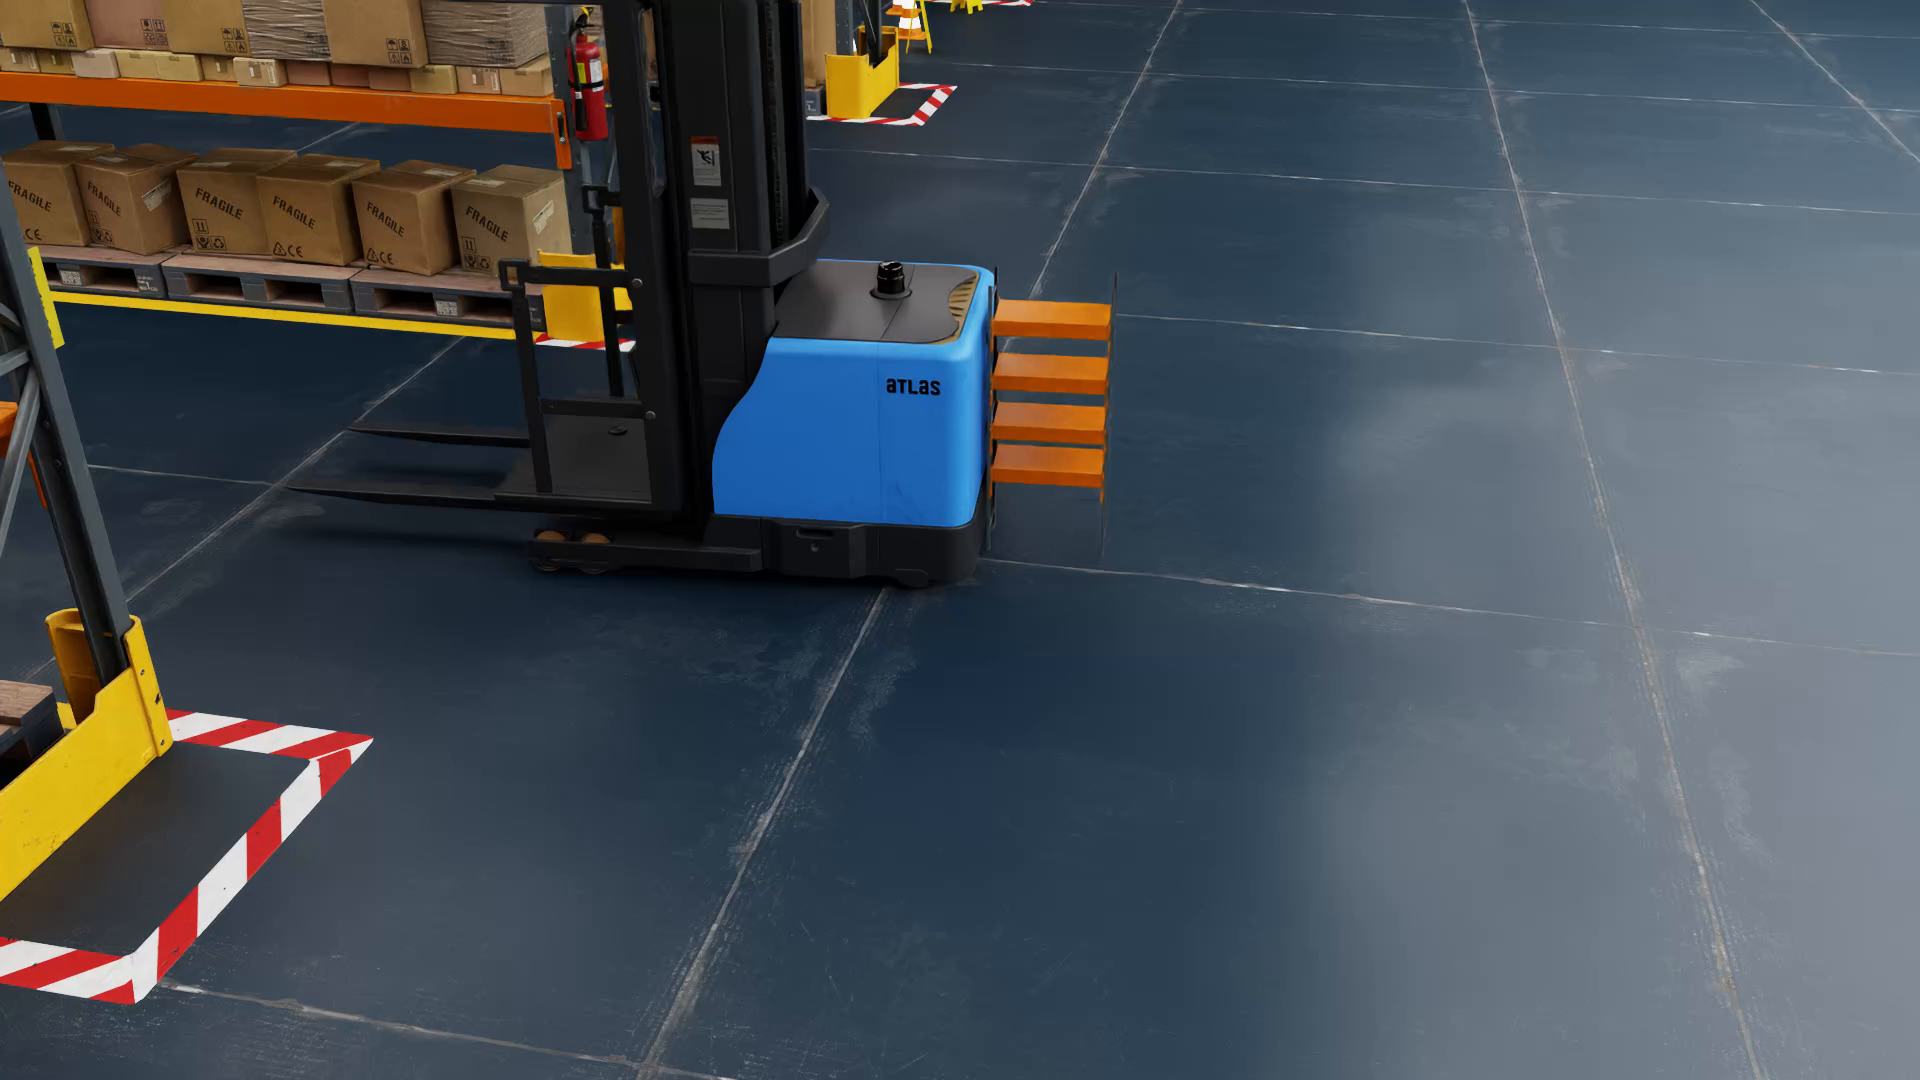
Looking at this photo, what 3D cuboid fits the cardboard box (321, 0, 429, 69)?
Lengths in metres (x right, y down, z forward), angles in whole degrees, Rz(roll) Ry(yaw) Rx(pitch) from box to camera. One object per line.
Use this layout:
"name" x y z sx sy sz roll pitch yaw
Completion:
"cardboard box" -3.011 -2.930 9.065 0.500 0.500 0.875 6 29 11

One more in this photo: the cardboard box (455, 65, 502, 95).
"cardboard box" -2.531 -2.541 9.029 0.250 0.149 0.380 6 29 11

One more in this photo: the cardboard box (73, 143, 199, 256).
"cardboard box" -4.932 -2.070 10.073 0.500 0.500 0.500 16 32 26

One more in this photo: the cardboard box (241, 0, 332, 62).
"cardboard box" -3.491 -3.001 9.193 0.500 0.500 0.875 6 29 11

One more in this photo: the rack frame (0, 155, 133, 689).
"rack frame" -2.999 -0.368 4.798 0.127 3.000 1.000 6 29 11

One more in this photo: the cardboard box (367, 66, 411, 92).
"cardboard box" -3.027 -2.574 9.090 0.250 0.149 0.380 6 29 11

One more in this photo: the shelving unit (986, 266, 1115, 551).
"shelving unit" 0.374 -0.522 6.953 0.499 1.200 0.258 3 29 6

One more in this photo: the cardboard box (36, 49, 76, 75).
"cardboard box" -4.990 -2.758 9.426 0.250 0.149 0.380 6 29 11

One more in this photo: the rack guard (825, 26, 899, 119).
"rack guard" -0.806 -3.914 13.879 0.348 0.500 1.175 6 29 11

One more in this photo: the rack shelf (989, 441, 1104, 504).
"rack shelf" 0.376 -0.288 7.081 0.480 0.148 0.258 3 29 6

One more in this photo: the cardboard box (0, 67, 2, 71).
"cardboard box" -5.487 -2.791 9.486 0.250 0.149 0.380 6 29 11

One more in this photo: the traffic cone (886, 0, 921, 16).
"traffic cone" -0.585 -5.673 17.129 0.334 0.463 0.336 6 29 11

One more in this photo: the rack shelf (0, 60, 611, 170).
"rack shelf" -3.920 -2.579 9.586 4.000 0.370 1.077 6 29 11

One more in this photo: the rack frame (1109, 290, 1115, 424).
"rack frame" 0.619 -0.507 6.927 0.006 1.046 0.228 3 29 6

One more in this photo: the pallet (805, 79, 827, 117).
"pallet" -1.628 -3.833 14.032 1.213 0.211 1.003 6 29 11

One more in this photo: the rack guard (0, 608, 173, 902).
"rack guard" -3.083 0.743 5.372 0.348 0.500 1.175 6 29 11

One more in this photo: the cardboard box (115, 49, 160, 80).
"cardboard box" -4.501 -2.708 9.335 0.250 0.149 0.380 6 29 11

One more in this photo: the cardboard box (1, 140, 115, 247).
"cardboard box" -5.493 -2.124 10.172 0.500 0.500 0.500 5 29 9

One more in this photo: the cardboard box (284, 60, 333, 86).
"cardboard box" -3.512 -2.633 9.198 0.250 0.149 0.380 6 29 11

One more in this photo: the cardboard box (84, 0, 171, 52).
"cardboard box" -4.457 -3.126 9.422 0.500 0.500 0.875 6 29 11

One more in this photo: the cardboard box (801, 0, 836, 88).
"cardboard box" -1.507 -4.302 13.760 0.875 0.875 0.875 6 29 11

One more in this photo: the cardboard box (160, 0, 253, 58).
"cardboard box" -3.977 -3.056 9.295 0.500 0.500 0.875 6 29 11

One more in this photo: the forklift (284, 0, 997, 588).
"forklift" -2.443 -5.775 14.746 7.386 2.935 18.991 3 29 6

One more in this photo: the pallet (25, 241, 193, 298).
"pallet" -5.212 -1.821 10.357 1.213 0.211 1.003 6 29 11

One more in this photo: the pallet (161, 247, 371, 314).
"pallet" -4.015 -1.700 10.135 1.213 0.211 1.003 6 29 11

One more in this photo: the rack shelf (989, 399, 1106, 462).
"rack shelf" 0.376 -0.462 6.985 0.480 0.148 0.258 3 29 6

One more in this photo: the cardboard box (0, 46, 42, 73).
"cardboard box" -5.237 -2.779 9.464 0.250 0.149 0.380 6 29 11

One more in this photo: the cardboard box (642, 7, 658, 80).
"cardboard box" -2.368 -4.390 13.920 0.875 0.875 0.875 5 29 10

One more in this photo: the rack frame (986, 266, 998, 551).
"rack frame" 0.134 -0.536 6.979 0.015 1.200 0.240 3 29 6

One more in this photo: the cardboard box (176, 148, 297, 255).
"cardboard box" -4.308 -2.045 10.027 0.500 0.500 0.500 3 29 6

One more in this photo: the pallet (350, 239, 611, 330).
"pallet" -2.826 -1.577 9.910 1.213 0.211 1.003 6 29 11

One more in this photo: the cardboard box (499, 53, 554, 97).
"cardboard box" -2.286 -2.515 8.983 0.250 0.149 0.380 6 29 11

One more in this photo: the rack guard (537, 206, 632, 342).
"rack guard" -2.039 -1.605 9.661 0.348 0.500 1.175 6 29 11

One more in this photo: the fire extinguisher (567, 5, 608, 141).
"fire extinguisher" -1.949 -2.432 8.649 0.183 0.674 0.296 6 29 11

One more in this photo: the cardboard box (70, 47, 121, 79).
"cardboard box" -4.754 -2.714 9.345 0.250 0.149 0.380 6 29 11

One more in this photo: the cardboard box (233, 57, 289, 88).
"cardboard box" -3.775 -2.617 9.167 0.250 0.149 0.380 6 29 11

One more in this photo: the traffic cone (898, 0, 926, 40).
"traffic cone" -0.484 -5.117 16.115 0.334 0.463 0.336 6 29 11

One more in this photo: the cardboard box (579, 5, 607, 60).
"cardboard box" -3.259 -4.482 14.088 0.875 0.875 0.875 6 29 11

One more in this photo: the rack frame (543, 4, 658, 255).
"rack frame" -1.964 -2.694 9.047 0.127 3.000 1.000 6 29 11

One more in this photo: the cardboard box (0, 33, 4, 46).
"cardboard box" -5.449 -3.195 9.549 0.500 0.500 0.875 6 29 11

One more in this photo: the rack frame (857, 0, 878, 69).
"rack frame" -0.831 -5.012 13.281 0.053 2.616 0.949 6 29 11

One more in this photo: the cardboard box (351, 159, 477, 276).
"cardboard box" -3.163 -1.896 9.755 0.500 0.500 0.500 14 32 24

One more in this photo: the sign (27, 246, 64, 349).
"sign" -2.880 -0.747 5.203 0.005 0.325 0.100 6 29 11

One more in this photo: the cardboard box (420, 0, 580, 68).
"cardboard box" -2.497 -2.936 9.076 0.500 0.500 0.875 6 29 11

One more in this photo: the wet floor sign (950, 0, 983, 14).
"wet floor sign" 0.067 -5.794 17.161 0.232 0.644 0.267 17 33 28

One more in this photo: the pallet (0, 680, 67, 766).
"pallet" -3.876 0.786 5.595 1.213 0.211 1.003 6 29 11

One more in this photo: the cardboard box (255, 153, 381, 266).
"cardboard box" -3.772 -1.968 9.886 0.500 0.500 0.500 9 30 15

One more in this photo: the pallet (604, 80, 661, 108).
"pallet" -2.818 -3.957 14.258 1.213 0.211 1.003 6 29 11

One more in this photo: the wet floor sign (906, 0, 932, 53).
"wet floor sign" -0.388 -4.907 15.542 0.232 0.644 0.267 1 29 2

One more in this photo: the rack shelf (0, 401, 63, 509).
"rack shelf" -4.955 -0.253 5.338 4.000 0.370 1.077 6 29 11

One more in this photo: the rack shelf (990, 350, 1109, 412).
"rack shelf" 0.376 -0.659 6.878 0.480 0.148 0.258 3 29 6

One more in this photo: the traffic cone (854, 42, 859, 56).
"traffic cone" -1.053 -4.621 15.208 0.334 0.463 0.336 6 29 11

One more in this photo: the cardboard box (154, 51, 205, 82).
"cardboard box" -4.259 -2.678 9.279 0.250 0.149 0.380 6 29 11

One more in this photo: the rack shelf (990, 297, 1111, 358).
"rack shelf" 0.376 -0.866 6.764 0.480 0.148 0.258 3 29 6
